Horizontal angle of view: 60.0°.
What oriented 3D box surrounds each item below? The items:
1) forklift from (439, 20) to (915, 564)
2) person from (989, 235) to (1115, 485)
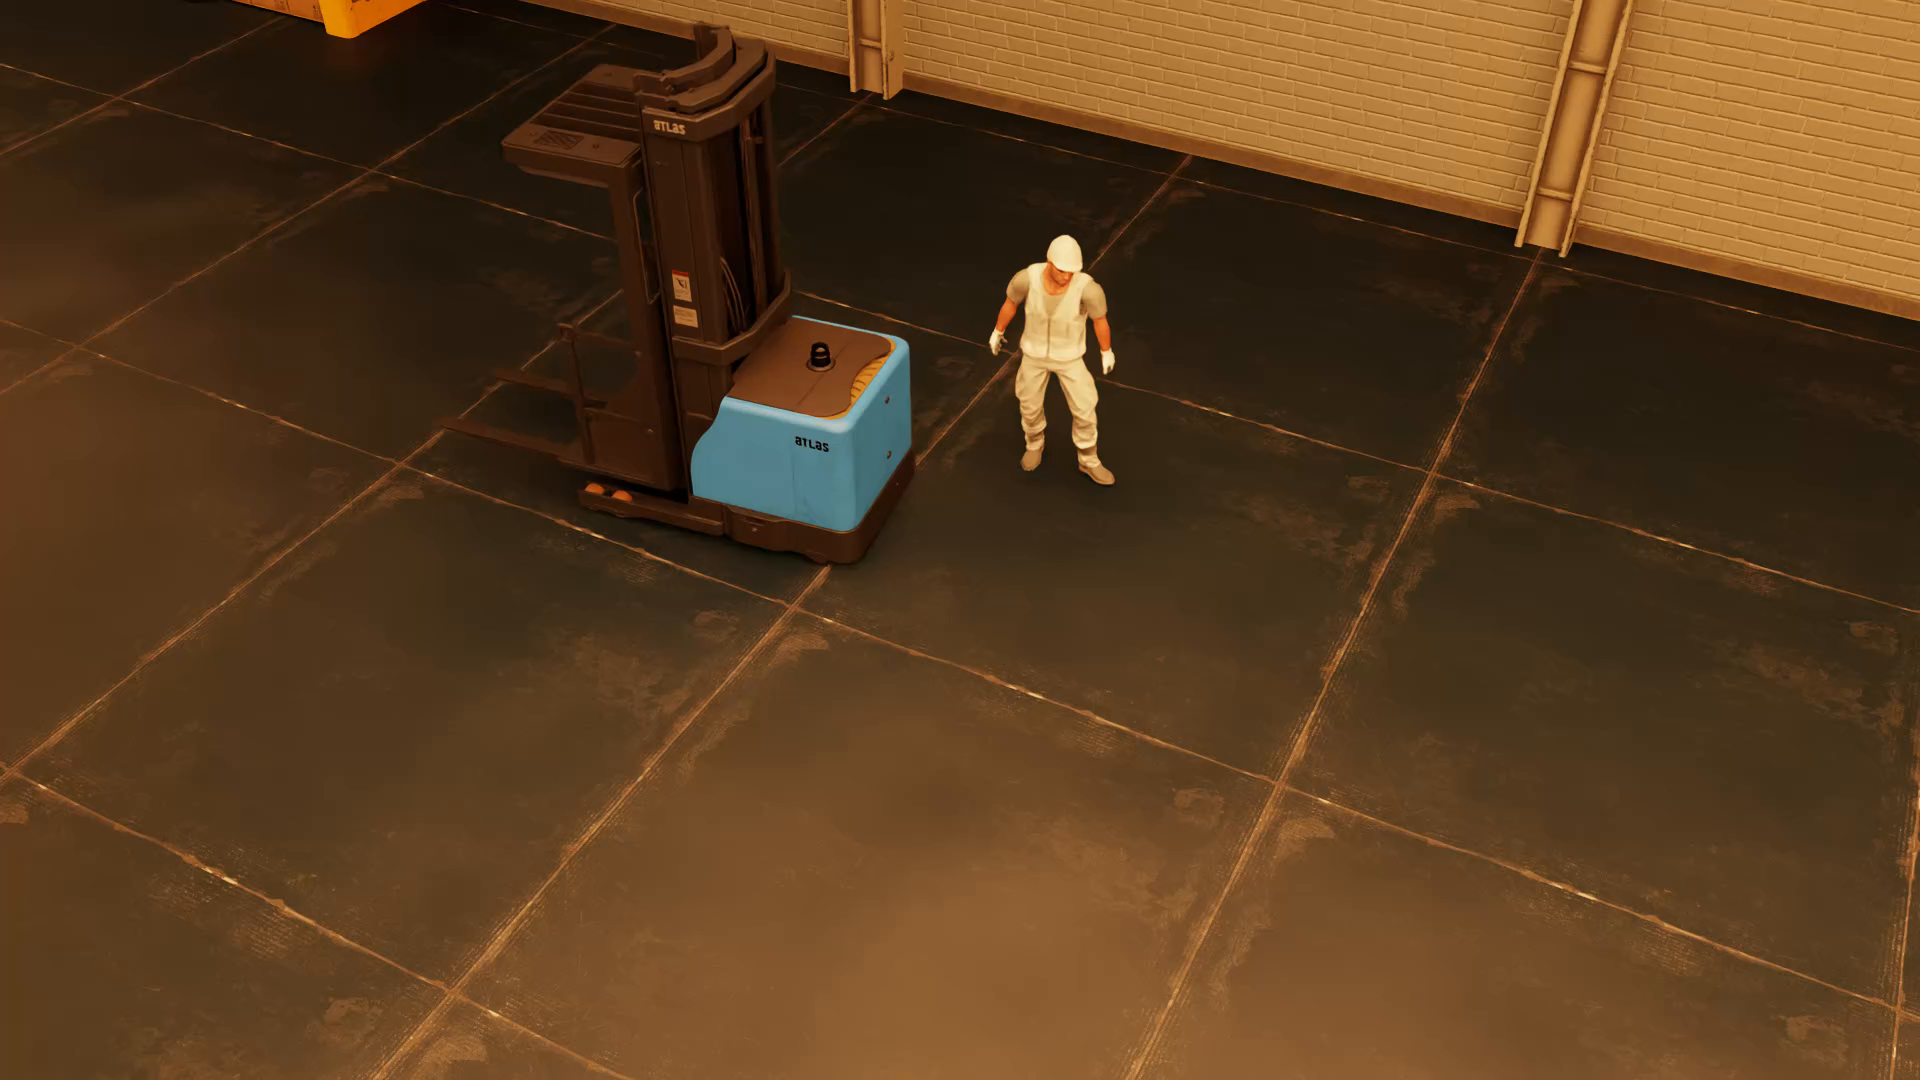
[{"bbox_3d":[-1.862,-1.566,9.846,3.031,2.935,1.130,14,42,16],"label":"forklift"},{"bbox_3d":[0.586,-1.132,10.266,0.880,1.749,0.454,9,41,11],"label":"person"}]
